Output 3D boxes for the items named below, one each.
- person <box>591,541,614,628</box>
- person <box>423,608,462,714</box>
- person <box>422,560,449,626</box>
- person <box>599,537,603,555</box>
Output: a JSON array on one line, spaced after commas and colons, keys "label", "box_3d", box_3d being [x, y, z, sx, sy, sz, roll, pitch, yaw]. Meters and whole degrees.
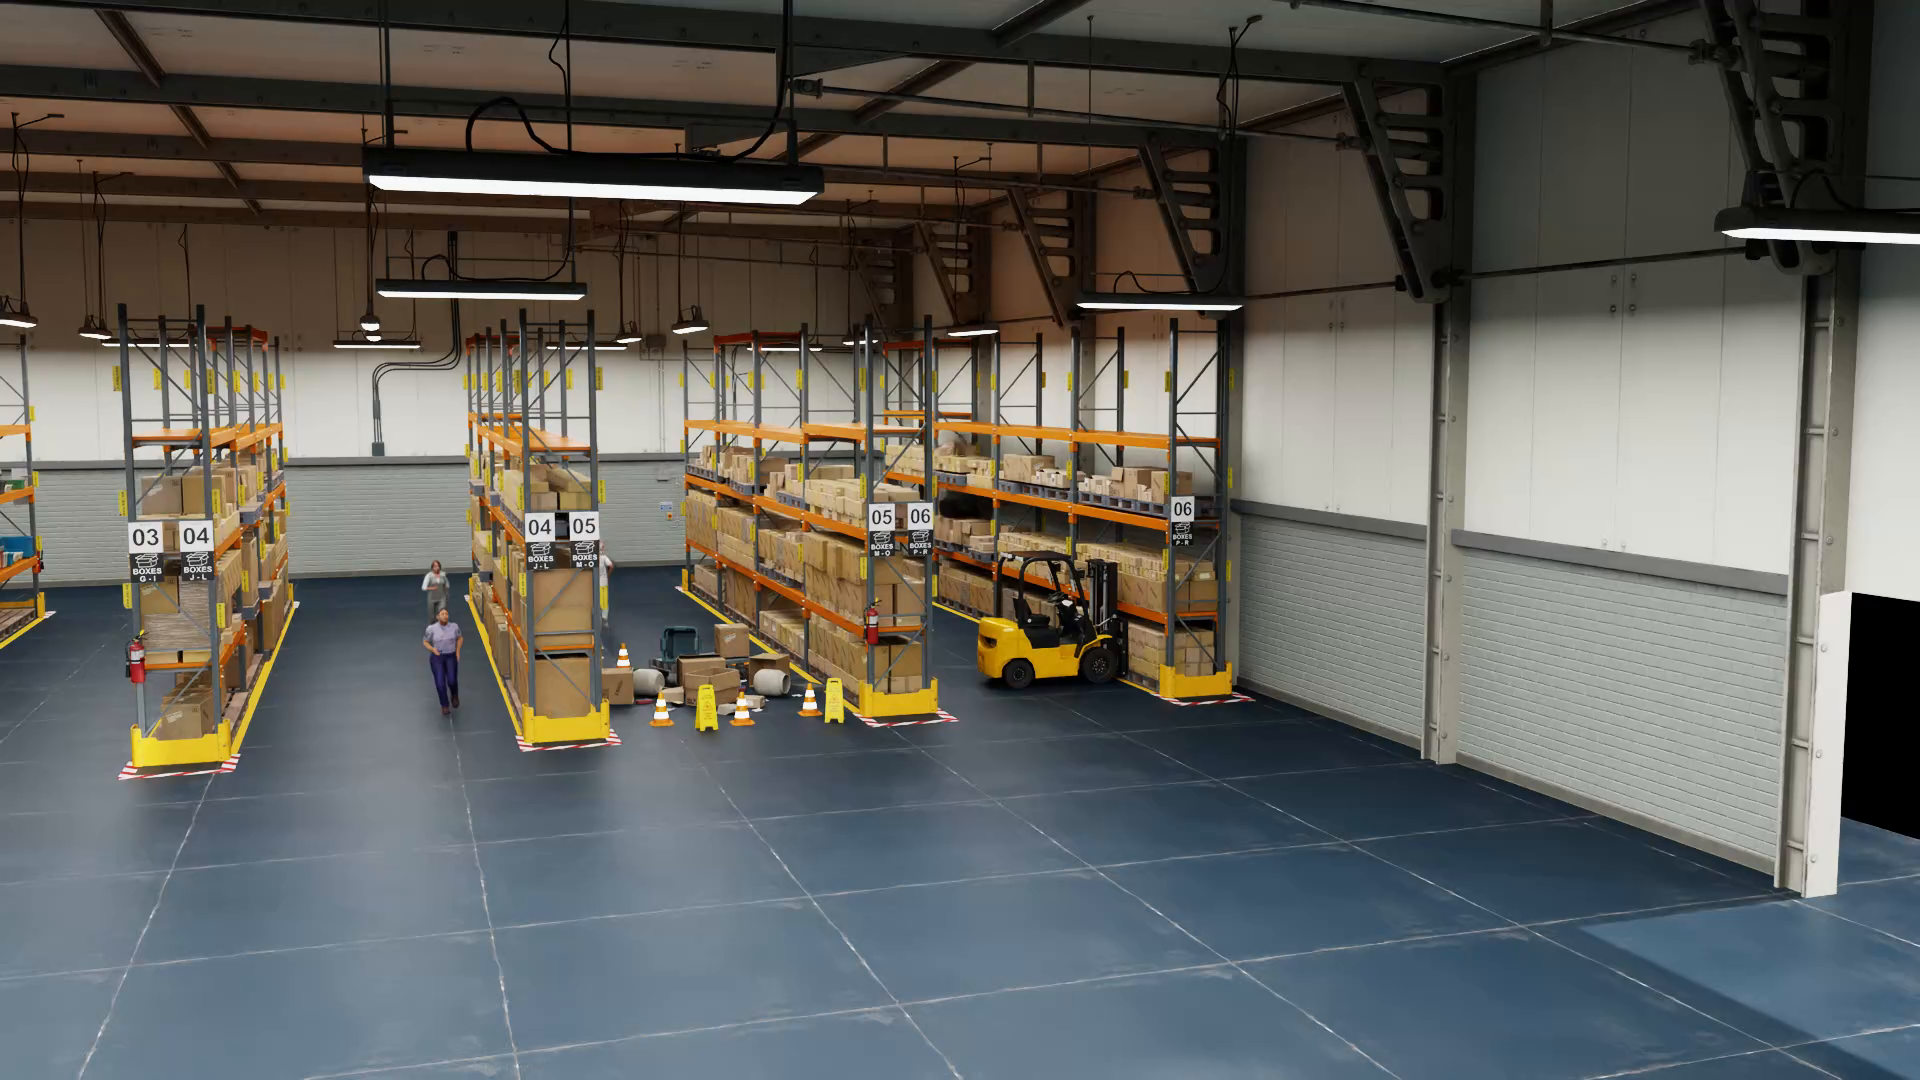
[{"label": "person", "box_3d": [-7.378, 0.932, 33.784, 0.650, 1.832, 0.752, -2, 6, -17]}, {"label": "person", "box_3d": [-7.792, 1.827, 25.109, 0.590, 1.613, 0.563, -2, 6, -22]}, {"label": "person", "box_3d": [-10.022, 1.168, 31.831, 0.537, 1.586, 0.851, -3, 6, -27]}, {"label": "person", "box_3d": [-8.740, 0.433, 38.857, 0.812, 1.677, 0.614, 5, 7, 43]}]
